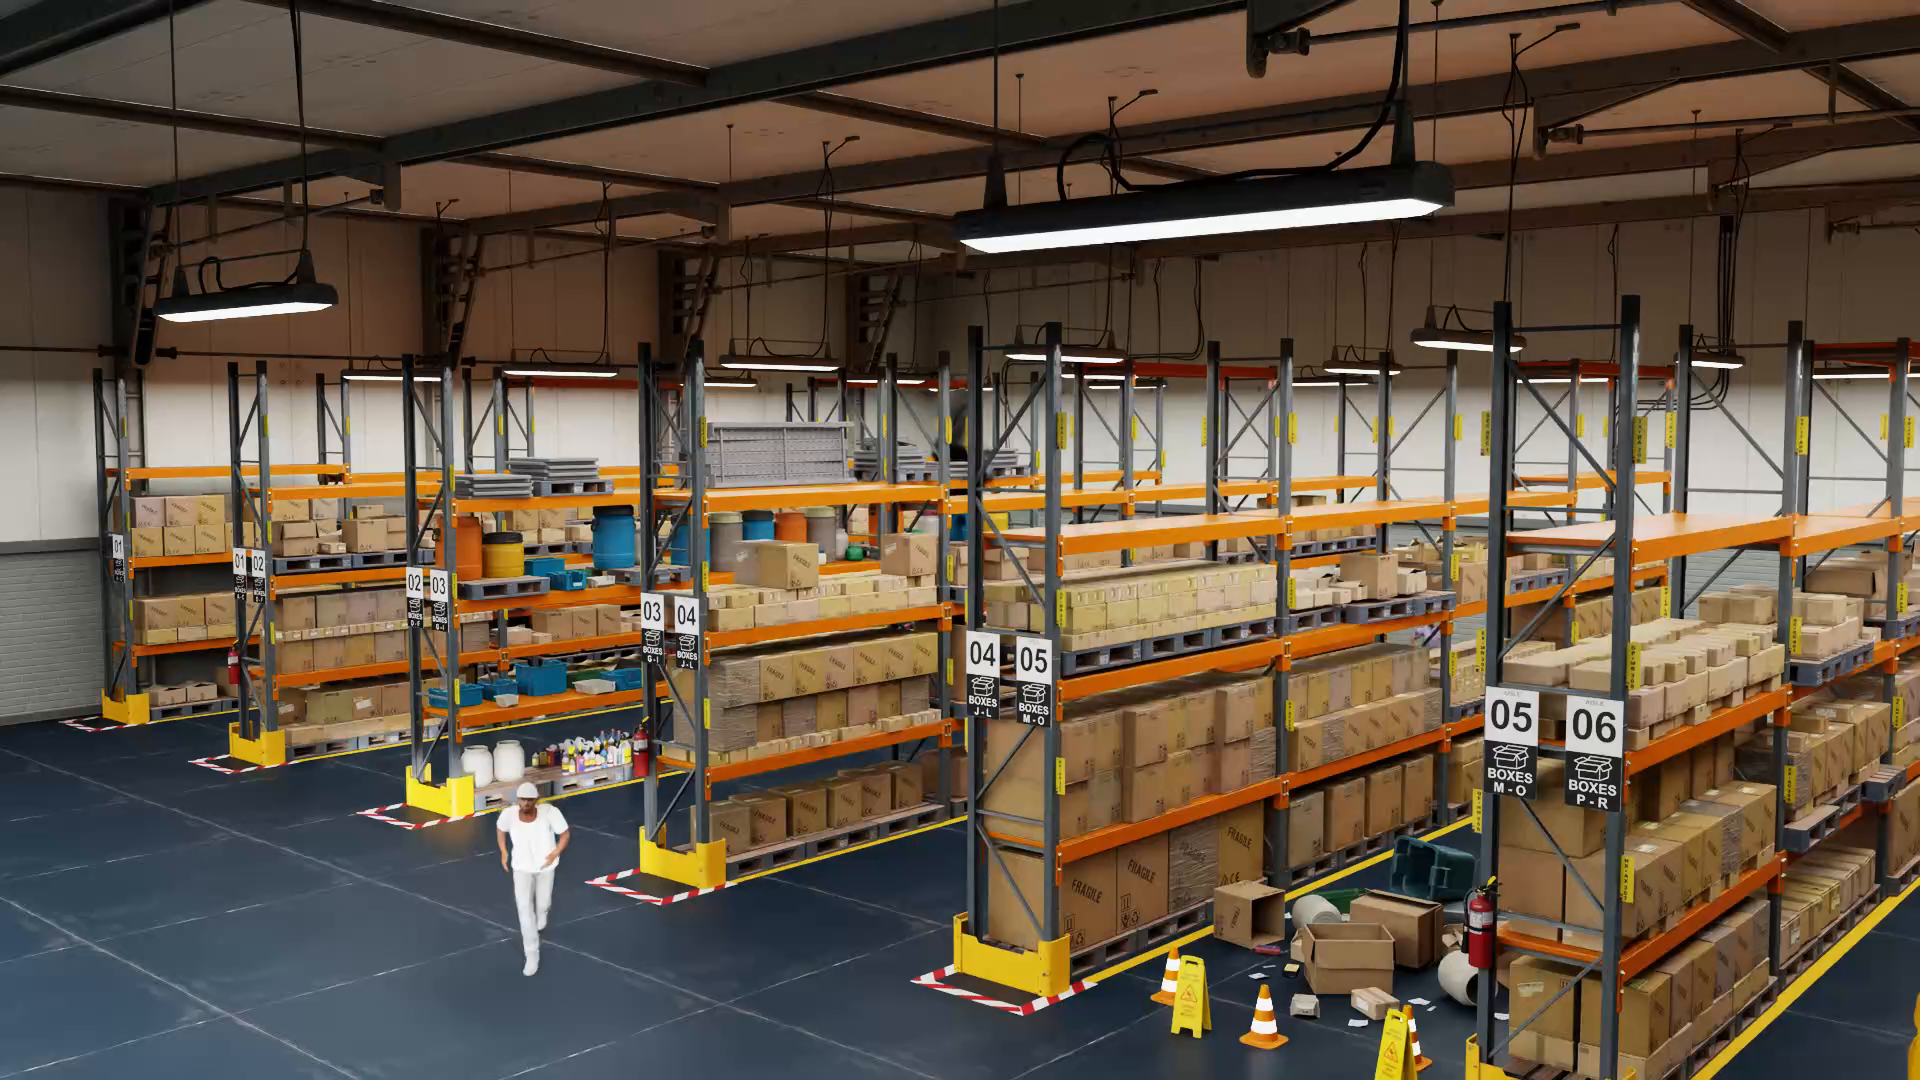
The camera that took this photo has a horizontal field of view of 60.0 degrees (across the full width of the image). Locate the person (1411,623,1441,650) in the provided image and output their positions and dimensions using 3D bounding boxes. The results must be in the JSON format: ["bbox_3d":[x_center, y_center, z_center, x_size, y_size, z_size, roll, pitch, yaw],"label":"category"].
[{"bbox_3d":[8.593,2.151,30.205,0.689,1.673,0.683,-1,4,-10],"label":"person"}]

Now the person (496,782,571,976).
[{"bbox_3d":[-4.071,3.137,15.894,0.700,1.752,1.108,-1,4,-10],"label":"person"}]
